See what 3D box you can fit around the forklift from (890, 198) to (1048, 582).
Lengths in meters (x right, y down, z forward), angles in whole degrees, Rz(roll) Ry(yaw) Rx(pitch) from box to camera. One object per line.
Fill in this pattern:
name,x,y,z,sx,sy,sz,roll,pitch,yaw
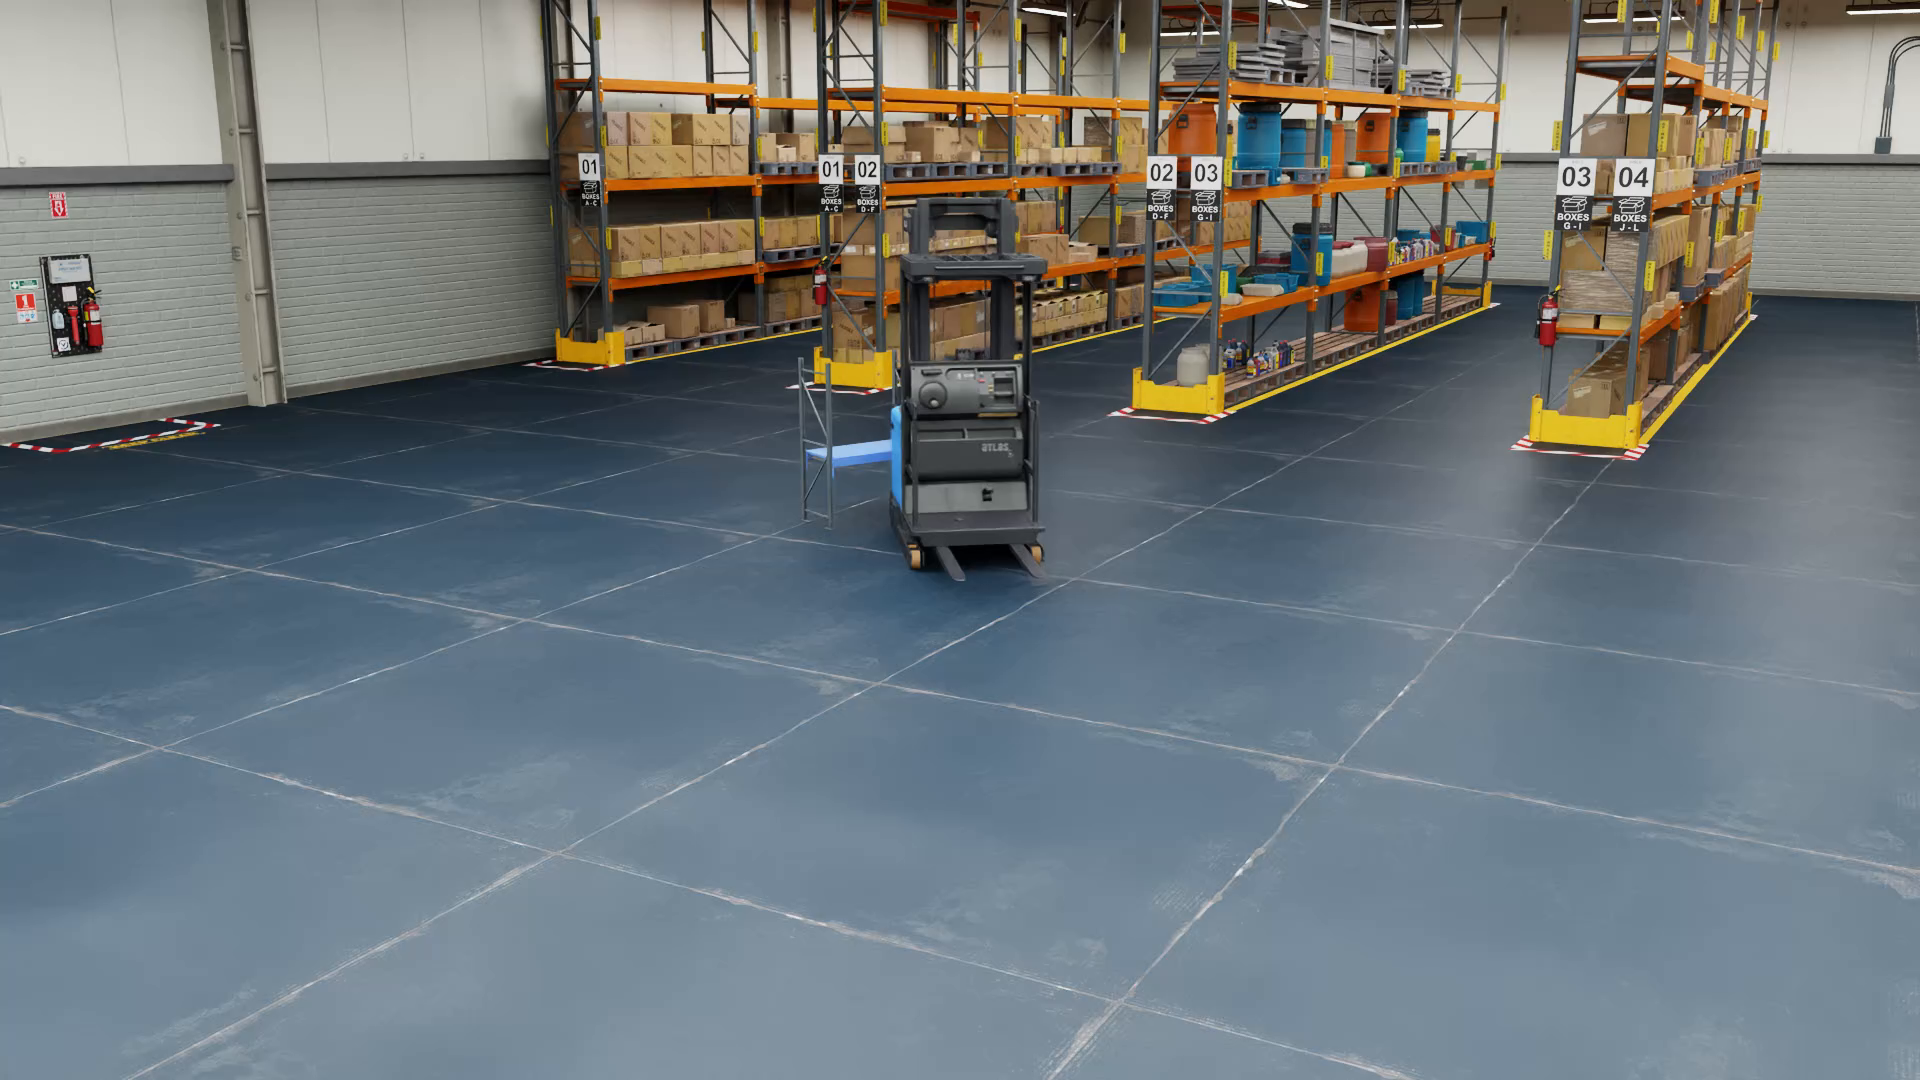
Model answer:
forklift,0.089,-1.268,13.541,1.130,2.935,3.031,-2,14,-8

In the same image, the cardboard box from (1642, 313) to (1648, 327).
cardboard box,7.778,-2.575,19.350,0.380,0.149,0.250,7,15,28

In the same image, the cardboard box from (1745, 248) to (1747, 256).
cardboard box,14.393,-5.354,30.877,0.380,0.149,0.250,7,15,28

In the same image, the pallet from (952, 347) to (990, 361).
pallet,0.002,-2.997,26.513,1.003,0.211,1.213,7,15,28

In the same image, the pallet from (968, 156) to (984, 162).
pallet,0.357,-8.294,36.326,1.003,0.211,1.213,7,15,28

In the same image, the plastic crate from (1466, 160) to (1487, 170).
plastic crate,10.332,-7.531,33.424,0.450,0.188,0.336,7,15,28

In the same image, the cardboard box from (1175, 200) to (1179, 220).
cardboard box,4.308,-6.820,34.074,0.500,0.500,0.500,7,15,28

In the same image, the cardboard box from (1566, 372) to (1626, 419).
cardboard box,7.476,-1.682,19.548,0.500,0.500,0.500,11,17,38

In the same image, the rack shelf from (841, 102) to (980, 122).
rack shelf,-1.014,-8.674,33.702,1.077,0.370,4.000,7,15,28

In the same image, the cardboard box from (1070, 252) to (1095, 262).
cardboard box,2.164,-4.993,29.381,0.380,0.149,0.250,7,15,28

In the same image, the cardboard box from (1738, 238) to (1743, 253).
cardboard box,13.662,-5.269,29.673,0.500,0.250,0.500,7,15,28

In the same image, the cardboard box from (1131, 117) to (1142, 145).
cardboard box,3.066,-7.622,31.003,0.500,0.500,0.500,7,15,28

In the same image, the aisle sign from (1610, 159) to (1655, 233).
aisle sign,7.392,-3.784,18.282,0.394,0.787,0.004,7,15,28

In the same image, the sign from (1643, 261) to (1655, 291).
sign,7.635,-2.926,18.424,0.100,0.325,0.005,7,15,28

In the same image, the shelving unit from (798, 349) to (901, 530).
shelving unit,-0.883,-0.934,15.206,1.048,1.500,0.538,-10,17,-35

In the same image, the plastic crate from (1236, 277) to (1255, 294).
plastic crate,3.854,-3.599,23.514,0.450,0.188,0.662,7,15,28

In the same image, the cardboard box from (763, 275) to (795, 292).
cardboard box,-3.364,-4.678,30.332,0.500,0.250,0.500,7,15,27

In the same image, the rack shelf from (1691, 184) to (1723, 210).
rack shelf,10.060,-4.906,23.619,1.077,0.370,4.000,7,15,28

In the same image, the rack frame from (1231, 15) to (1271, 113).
rack frame,6.224,-9.889,36.352,1.000,3.000,0.127,7,15,28

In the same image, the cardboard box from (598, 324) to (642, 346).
cardboard box,-5.435,-3.289,26.574,0.500,0.311,0.500,6,15,22

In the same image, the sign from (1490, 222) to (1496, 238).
sign,11.048,-6.431,34.460,0.100,0.325,0.005,7,15,28

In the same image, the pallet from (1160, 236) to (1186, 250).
pallet,3.809,-5.907,33.045,1.003,0.211,1.213,7,15,28

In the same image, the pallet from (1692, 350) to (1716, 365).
pallet,11.474,-3.006,26.551,1.003,0.211,1.213,7,15,28

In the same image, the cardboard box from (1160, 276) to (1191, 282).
cardboard box,4.303,-5.017,33.338,0.500,0.500,0.500,7,15,28

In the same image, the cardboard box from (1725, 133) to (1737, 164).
cardboard box,12.689,-6.620,28.082,0.700,0.500,0.500,8,16,29

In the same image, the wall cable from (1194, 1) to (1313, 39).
wall cable,7.301,-12.209,41.823,3.097,2.526,0.112,7,15,28

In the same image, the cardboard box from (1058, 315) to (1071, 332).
cardboard box,1.578,-3.748,28.652,0.500,0.250,0.500,8,16,29

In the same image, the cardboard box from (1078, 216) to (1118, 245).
cardboard box,2.563,-5.726,30.775,0.700,0.500,0.500,2,14,9

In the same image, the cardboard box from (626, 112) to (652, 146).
cardboard box,-5.163,-6.402,25.898,0.500,0.500,0.500,7,15,27

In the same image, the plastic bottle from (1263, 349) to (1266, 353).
plastic bottle,4.347,-2.578,23.684,0.061,0.283,0.133,7,15,28

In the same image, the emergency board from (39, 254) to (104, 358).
emergency board,-10.396,-2.758,19.575,0.194,1.169,0.643,7,15,28

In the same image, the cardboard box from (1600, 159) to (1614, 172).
cardboard box,7.249,-4.278,18.949,0.380,0.149,0.250,7,15,26

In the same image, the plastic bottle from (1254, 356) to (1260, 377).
plastic bottle,4.098,-2.402,22.955,0.061,0.283,0.133,8,16,29

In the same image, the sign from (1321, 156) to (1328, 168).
sign,5.234,-5.347,23.892,0.100,0.325,0.005,7,15,28

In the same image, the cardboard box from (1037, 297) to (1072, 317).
cardboard box,1.583,-4.023,28.594,0.500,0.311,0.500,8,16,30

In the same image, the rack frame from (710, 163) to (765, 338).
rack frame,-3.915,-5.071,29.168,1.000,3.000,0.127,7,15,28

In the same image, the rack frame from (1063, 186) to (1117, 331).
rack frame,2.357,-5.331,30.247,1.000,3.000,0.127,7,15,28

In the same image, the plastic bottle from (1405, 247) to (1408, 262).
plastic bottle,7.822,-5.017,29.216,0.097,0.271,0.097,0,14,0

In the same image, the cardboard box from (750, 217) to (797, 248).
cardboard box,-3.363,-5.548,29.994,0.700,0.500,0.500,9,16,34

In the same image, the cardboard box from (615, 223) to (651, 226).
cardboard box,-5.309,-4.881,27.058,0.500,0.500,0.500,7,15,27

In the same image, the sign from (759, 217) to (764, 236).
sign,-3.436,-5.432,28.818,0.100,0.325,0.005,7,15,28

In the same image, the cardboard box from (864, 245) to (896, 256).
cardboard box,-1.132,-4.110,23.584,0.380,0.149,0.250,7,15,28

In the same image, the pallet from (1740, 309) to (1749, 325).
pallet,14.576,-4.321,32.006,1.003,0.211,1.213,7,15,28

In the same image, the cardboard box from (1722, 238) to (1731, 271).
cardboard box,12.482,-4.742,27.589,0.500,0.500,0.500,7,15,27

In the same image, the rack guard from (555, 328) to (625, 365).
rack guard,-5.812,-3.051,26.122,1.175,0.500,0.348,7,15,28

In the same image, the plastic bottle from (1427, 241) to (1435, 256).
plastic bottle,8.717,-5.412,30.847,0.152,0.276,0.135,7,15,28

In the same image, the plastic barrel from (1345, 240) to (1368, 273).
plastic barrel,6.381,-4.588,26.927,0.421,0.512,0.421,0,14,0

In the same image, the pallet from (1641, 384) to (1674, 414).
pallet,8.800,-1.890,21.923,1.003,0.211,1.213,7,15,28

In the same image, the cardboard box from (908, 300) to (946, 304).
cardboard box,-0.558,-3.478,25.930,0.500,0.500,0.500,7,15,28

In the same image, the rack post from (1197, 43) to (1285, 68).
rack post,3.733,-6.409,22.078,0.937,0.300,0.954,7,15,27

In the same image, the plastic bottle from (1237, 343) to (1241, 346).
plastic bottle,4.087,-2.753,24.427,0.152,0.276,0.135,8,16,30

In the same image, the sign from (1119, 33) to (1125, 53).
sign,2.844,-8.717,29.158,0.100,0.325,0.005,7,15,28

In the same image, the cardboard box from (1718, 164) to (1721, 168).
cardboard box,11.012,-5.468,24.735,0.500,0.250,0.500,7,15,28

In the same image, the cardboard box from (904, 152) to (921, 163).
cardboard box,-0.787,-5.520,23.970,0.380,0.149,0.250,7,15,28

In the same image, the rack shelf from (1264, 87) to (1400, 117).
rack shelf,5.724,-6.731,25.642,1.077,0.370,4.000,7,15,28

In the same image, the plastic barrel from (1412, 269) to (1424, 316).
plastic barrel,8.347,-4.664,31.062,0.600,0.901,0.708,7,15,28

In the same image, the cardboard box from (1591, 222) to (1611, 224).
cardboard box,7.446,-3.490,19.629,0.500,0.500,0.500,7,15,28
